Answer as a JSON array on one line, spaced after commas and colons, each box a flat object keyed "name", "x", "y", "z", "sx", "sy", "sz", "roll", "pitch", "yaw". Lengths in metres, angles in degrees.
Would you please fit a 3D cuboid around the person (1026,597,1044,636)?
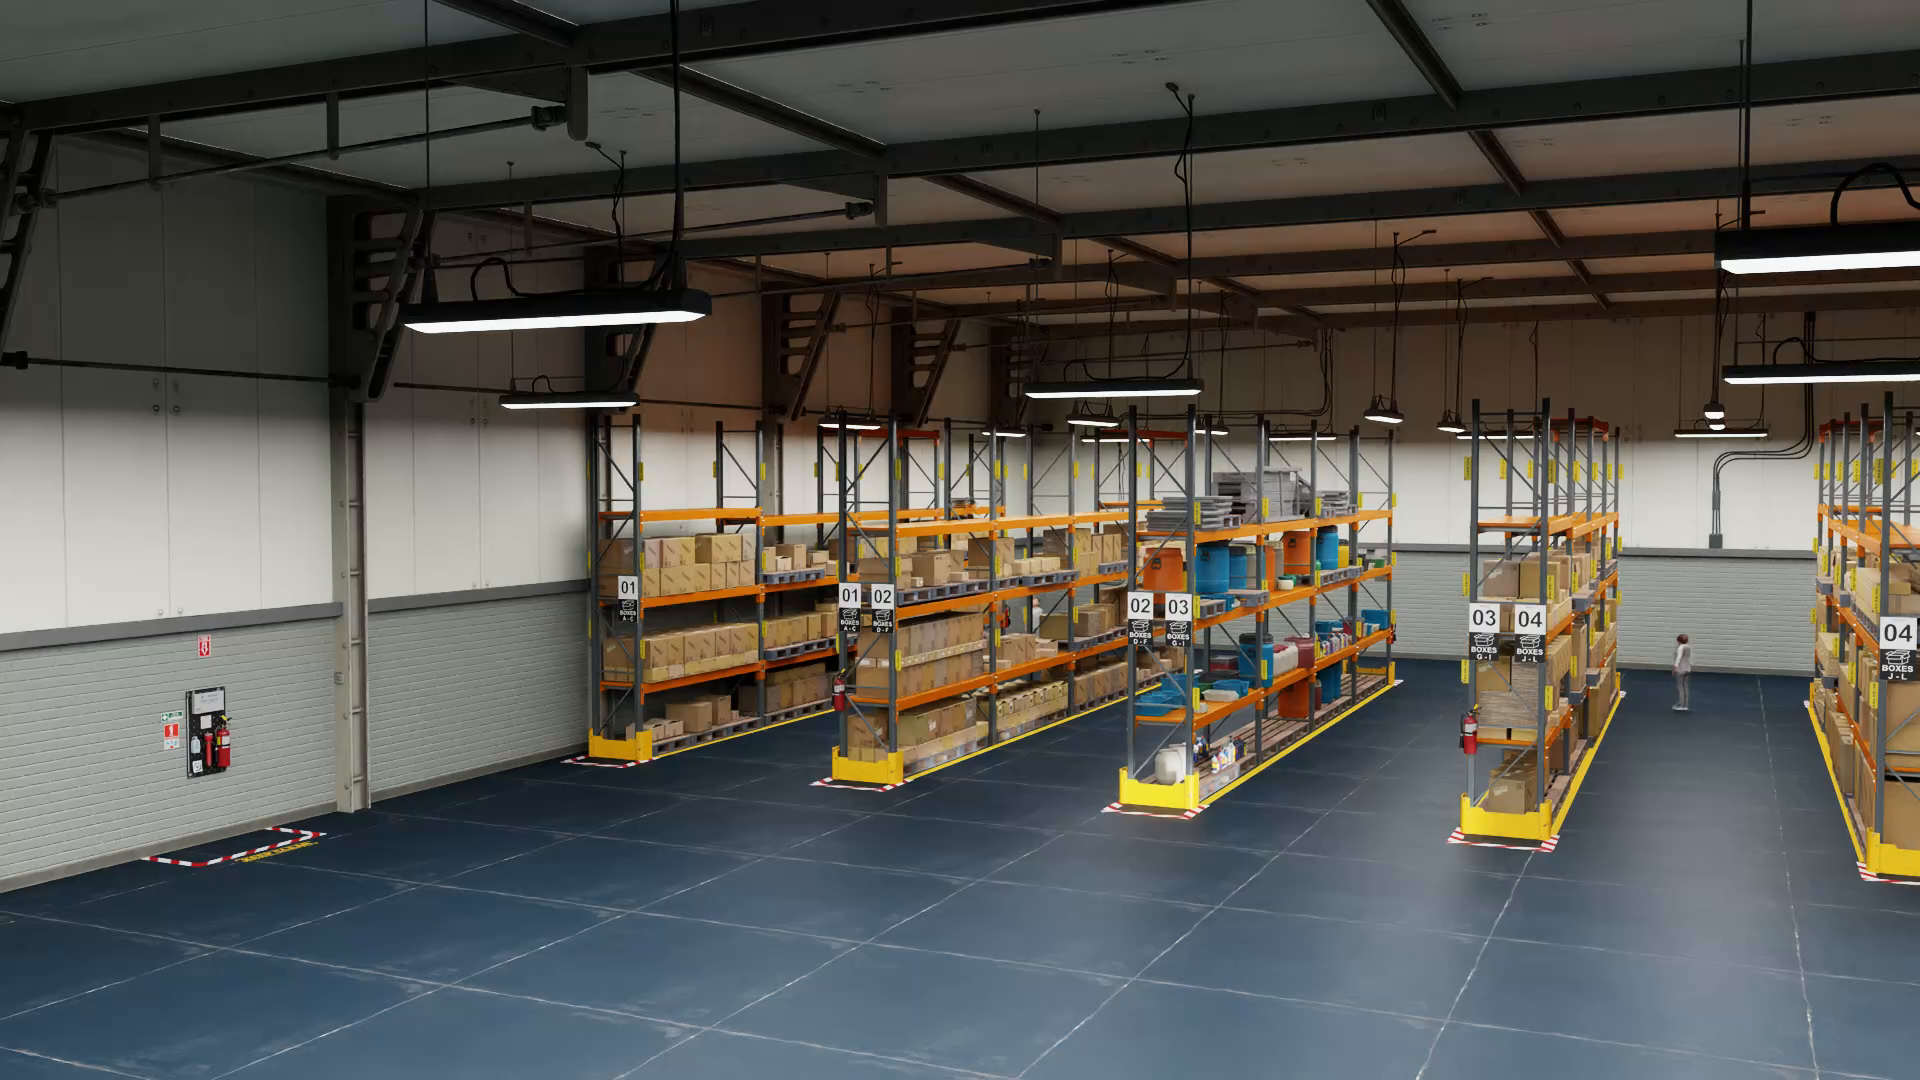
[{"name": "person", "x": 1.987, "y": 2.372, "z": 44.164, "sx": 0.485, "sy": 1.693, "sz": 0.431, "roll": 0, "pitch": 2, "yaw": 2}]

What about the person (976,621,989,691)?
[{"name": "person", "x": 0.491, "y": 2.648, "z": 37.967, "sx": 0.343, "sy": 1.610, "sz": 0.465, "roll": 0, "pitch": 2, "yaw": 5}]

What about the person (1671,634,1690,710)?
[{"name": "person", "x": 15.099, "y": 2.763, "z": 34.824, "sx": 0.417, "sy": 1.608, "sz": 0.351, "roll": -2, "pitch": 3, "yaw": -37}]
